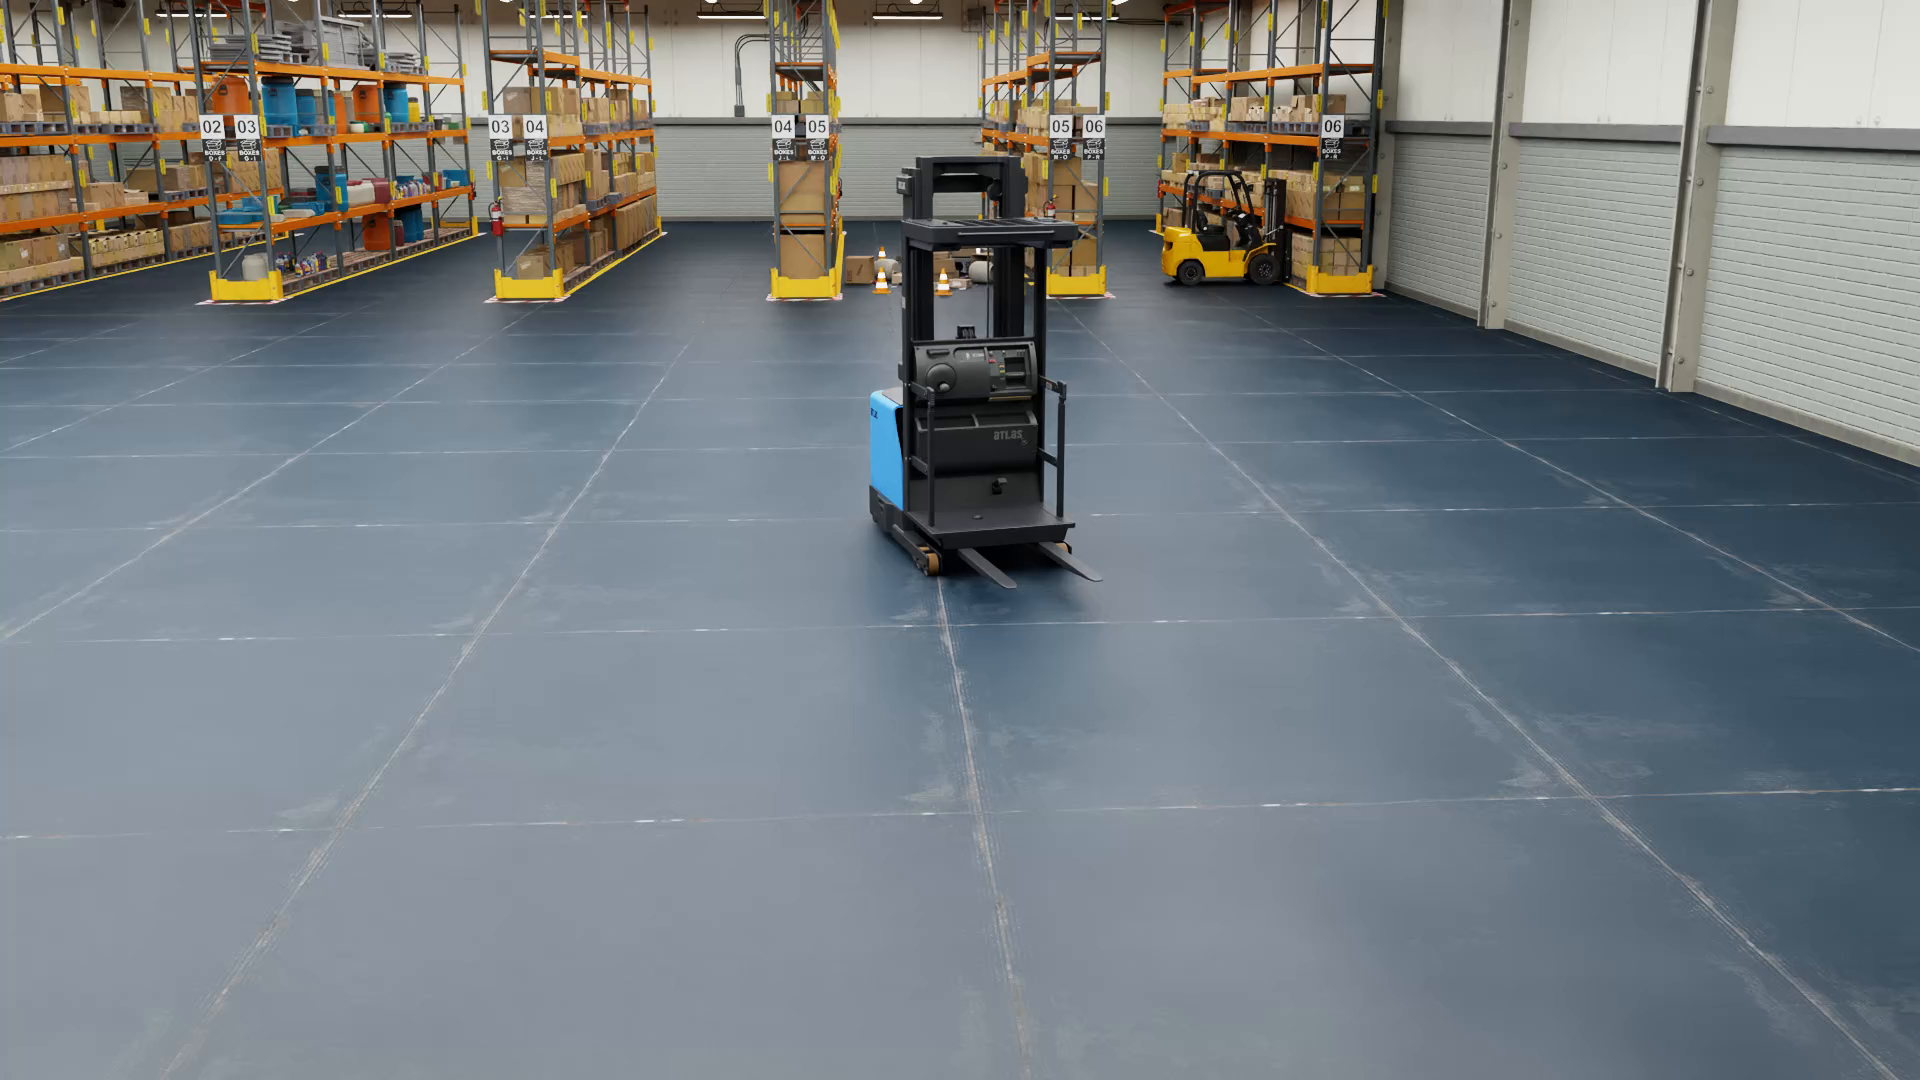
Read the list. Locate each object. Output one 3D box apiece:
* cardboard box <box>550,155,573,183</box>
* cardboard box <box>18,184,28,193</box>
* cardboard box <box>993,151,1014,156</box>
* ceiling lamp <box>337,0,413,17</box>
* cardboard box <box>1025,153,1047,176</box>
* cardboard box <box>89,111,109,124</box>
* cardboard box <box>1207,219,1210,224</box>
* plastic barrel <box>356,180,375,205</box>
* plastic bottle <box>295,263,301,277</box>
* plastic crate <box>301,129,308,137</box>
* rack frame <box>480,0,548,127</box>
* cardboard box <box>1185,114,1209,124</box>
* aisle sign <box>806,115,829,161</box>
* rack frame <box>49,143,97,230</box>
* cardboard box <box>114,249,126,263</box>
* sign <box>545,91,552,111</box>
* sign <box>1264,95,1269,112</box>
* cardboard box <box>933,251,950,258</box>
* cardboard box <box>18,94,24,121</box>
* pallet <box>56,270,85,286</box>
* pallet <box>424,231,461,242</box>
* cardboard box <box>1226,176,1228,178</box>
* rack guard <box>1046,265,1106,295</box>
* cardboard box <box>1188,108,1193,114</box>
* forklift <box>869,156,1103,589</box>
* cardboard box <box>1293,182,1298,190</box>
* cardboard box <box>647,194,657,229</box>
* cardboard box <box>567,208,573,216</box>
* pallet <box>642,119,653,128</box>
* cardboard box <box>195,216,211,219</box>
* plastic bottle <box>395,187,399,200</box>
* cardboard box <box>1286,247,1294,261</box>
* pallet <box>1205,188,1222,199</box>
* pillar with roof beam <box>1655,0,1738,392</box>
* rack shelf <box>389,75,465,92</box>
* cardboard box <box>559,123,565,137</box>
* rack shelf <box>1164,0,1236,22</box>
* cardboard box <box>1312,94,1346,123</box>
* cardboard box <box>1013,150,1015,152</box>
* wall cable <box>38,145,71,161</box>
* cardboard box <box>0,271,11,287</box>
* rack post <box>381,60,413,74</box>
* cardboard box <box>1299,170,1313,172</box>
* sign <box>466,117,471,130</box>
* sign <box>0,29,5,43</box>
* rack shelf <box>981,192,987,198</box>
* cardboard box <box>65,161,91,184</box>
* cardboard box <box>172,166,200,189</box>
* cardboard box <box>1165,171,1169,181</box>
[{"bbox_3d":[-7.647,-7.035,31.543,0.500,0.500,0.500,-1,14,-3],"label":"cardboard box"},{"bbox_3d":[-17.583,-6.538,30.913,0.380,0.149,0.250,-1,14,-3],"label":"cardboard box"},{"bbox_3d":[1.096,-9.400,41.333,0.500,0.500,0.500,-1,14,-3],"label":"cardboard box"},{"bbox_3d":[-16.340,-16.109,45.860,2.000,3.185,0.800,-1,14,-3],"label":"ceiling lamp"},{"bbox_3d":[1.672,-7.428,33.073,0.700,0.500,0.500,-1,14,-3],"label":"cardboard box"},{"bbox_3d":[-17.985,-8.747,34.439,0.500,0.250,0.500,-2,15,-8],"label":"cardboard box"},{"bbox_3d":[6.210,-7.542,40.494,0.500,0.500,0.500,-1,14,-5],"label":"cardboard box"},{"bbox_3d":[-12.954,-7.559,36.159,0.421,0.512,0.421,0,14,0],"label":"plastic barrel"},{"bbox_3d":[-12.537,-5.115,31.478,0.097,0.271,0.097,0,14,0],"label":"plastic bottle"},{"bbox_3d":[-12.480,-7.694,31.420,0.243,0.136,0.396,-1,14,-3],"label":"plastic crate"},{"bbox_3d":[-7.792,-8.749,28.972,1.000,3.000,0.127,-1,14,-3],"label":"rack frame"},{"bbox_3d":[6.030,-10.699,42.274,0.500,0.250,0.500,-1,14,-3],"label":"cardboard box"},{"bbox_3d":[-2.531,-7.141,29.545,0.394,0.787,0.004,-1,14,-3],"label":"aisle sign"},{"bbox_3d":[-23.615,-9.594,44.293,1.000,3.000,0.127,-1,14,-3],"label":"rack frame"},{"bbox_3d":[-17.770,-5.918,34.685,0.500,0.250,0.500,-1,14,-5],"label":"cardboard box"},{"bbox_3d":[-7.250,-7.728,29.269,0.100,0.325,0.005,-1,14,-3],"label":"sign"},{"bbox_3d":[6.264,-8.914,33.962,0.100,0.325,0.005,-1,14,-3],"label":"sign"},{"bbox_3d":[-0.603,-5.484,33.057,0.797,0.637,0.503,-1,14,-3],"label":"cardboard box"},{"bbox_3d":[-17.951,-8.049,30.939,0.797,0.503,0.637,1,14,3],"label":"cardboard box"},{"bbox_3d":[-17.920,-5.138,32.571,1.003,0.211,1.213,-1,14,-3],"label":"pallet"},{"bbox_3d":[-13.642,-7.888,43.259,1.003,0.211,1.213,-1,14,-3],"label":"pallet"},{"bbox_3d":[6.283,-8.343,37.929,0.380,0.149,0.250,0,14,-2],"label":"cardboard box"},{"bbox_3d":[2.094,-4.805,30.699,1.175,0.500,0.348,-1,14,-3],"label":"rack guard"},{"bbox_3d":[5.890,-10.705,41.455,0.380,0.149,0.250,0,14,-2],"label":"cardboard box"},{"bbox_3d":[0.185,-1.271,12.085,1.130,2.935,3.031,-4,15,-17],"label":"forklift"},{"bbox_3d":[6.648,-6.837,32.079,0.380,0.149,0.250,-1,14,-3],"label":"cardboard box"},{"bbox_3d":[-8.664,-8.839,44.783,0.875,0.875,0.875,-1,14,-3],"label":"cardboard box"},{"bbox_3d":[-7.655,-6.295,31.976,0.380,0.149,0.250,-1,14,-3],"label":"cardboard box"},{"bbox_3d":[-8.727,-11.048,44.106,1.003,0.211,1.213,-1,14,-3],"label":"pallet"},{"bbox_3d":[-18.741,-7.816,41.518,0.500,0.500,0.500,-1,14,-3],"label":"cardboard box"},{"bbox_3d":[-12.927,-7.962,38.186,0.061,0.283,0.133,-1,14,-3],"label":"plastic bottle"},{"bbox_3d":[6.637,-5.557,32.278,0.500,0.250,0.500,-1,14,-5],"label":"cardboard box"},{"bbox_3d":[6.445,-8.139,39.023,1.213,0.211,1.003,-1,14,-3],"label":"pallet"},{"bbox_3d":[4.356,-6.116,18.737,9.100,9.000,0.400,-1,14,-3],"label":"pillar with roof beam"},{"bbox_3d":[-13.603,-11.612,42.346,1.077,0.370,4.000,-1,14,-3],"label":"rack shelf"},{"bbox_3d":[-7.629,-7.599,30.823,0.500,0.250,0.500,-1,14,-4],"label":"cardboard box"},{"bbox_3d":[6.185,-13.723,43.076,1.077,0.370,4.000,-1,14,-3],"label":"rack shelf"},{"bbox_3d":[6.782,-7.934,30.577,0.500,0.500,0.500,0,14,-2],"label":"cardboard box"},{"bbox_3d":[1.568,-9.636,42.251,0.500,0.500,0.500,-1,14,-3],"label":"cardboard box"},{"bbox_3d":[-24.638,-10.389,45.348,0.084,1.984,1.851,-1,14,-3],"label":"wall cable"},{"bbox_3d":[-17.491,-4.700,29.950,0.500,0.250,0.500,-1,14,-3],"label":"cardboard box"},{"bbox_3d":[-13.226,-10.914,38.387,0.937,0.300,0.954,1,14,3],"label":"rack post"},{"bbox_3d":[7.101,-7.438,33.816,0.380,0.149,0.250,-1,14,-5],"label":"cardboard box"},{"bbox_3d":[-13.179,-11.161,44.576,0.100,0.325,0.005,-1,14,-3],"label":"sign"},{"bbox_3d":[-22.826,-12.006,39.597,0.100,0.325,0.005,-1,14,-3],"label":"sign"},{"bbox_3d":[1.232,-9.130,43.936,1.077,0.370,4.000,-1,14,-3],"label":"rack shelf"},{"bbox_3d":[-23.573,-9.612,43.763,0.980,0.700,0.700,0,14,-1],"label":"cardboard box"},{"bbox_3d":[-18.252,-8.490,38.959,0.700,0.500,0.500,-5,15,-18],"label":"cardboard box"},{"bbox_3d":[5.852,-9.883,45.120,0.500,0.250,0.500,-1,14,-3],"label":"cardboard box"}]
